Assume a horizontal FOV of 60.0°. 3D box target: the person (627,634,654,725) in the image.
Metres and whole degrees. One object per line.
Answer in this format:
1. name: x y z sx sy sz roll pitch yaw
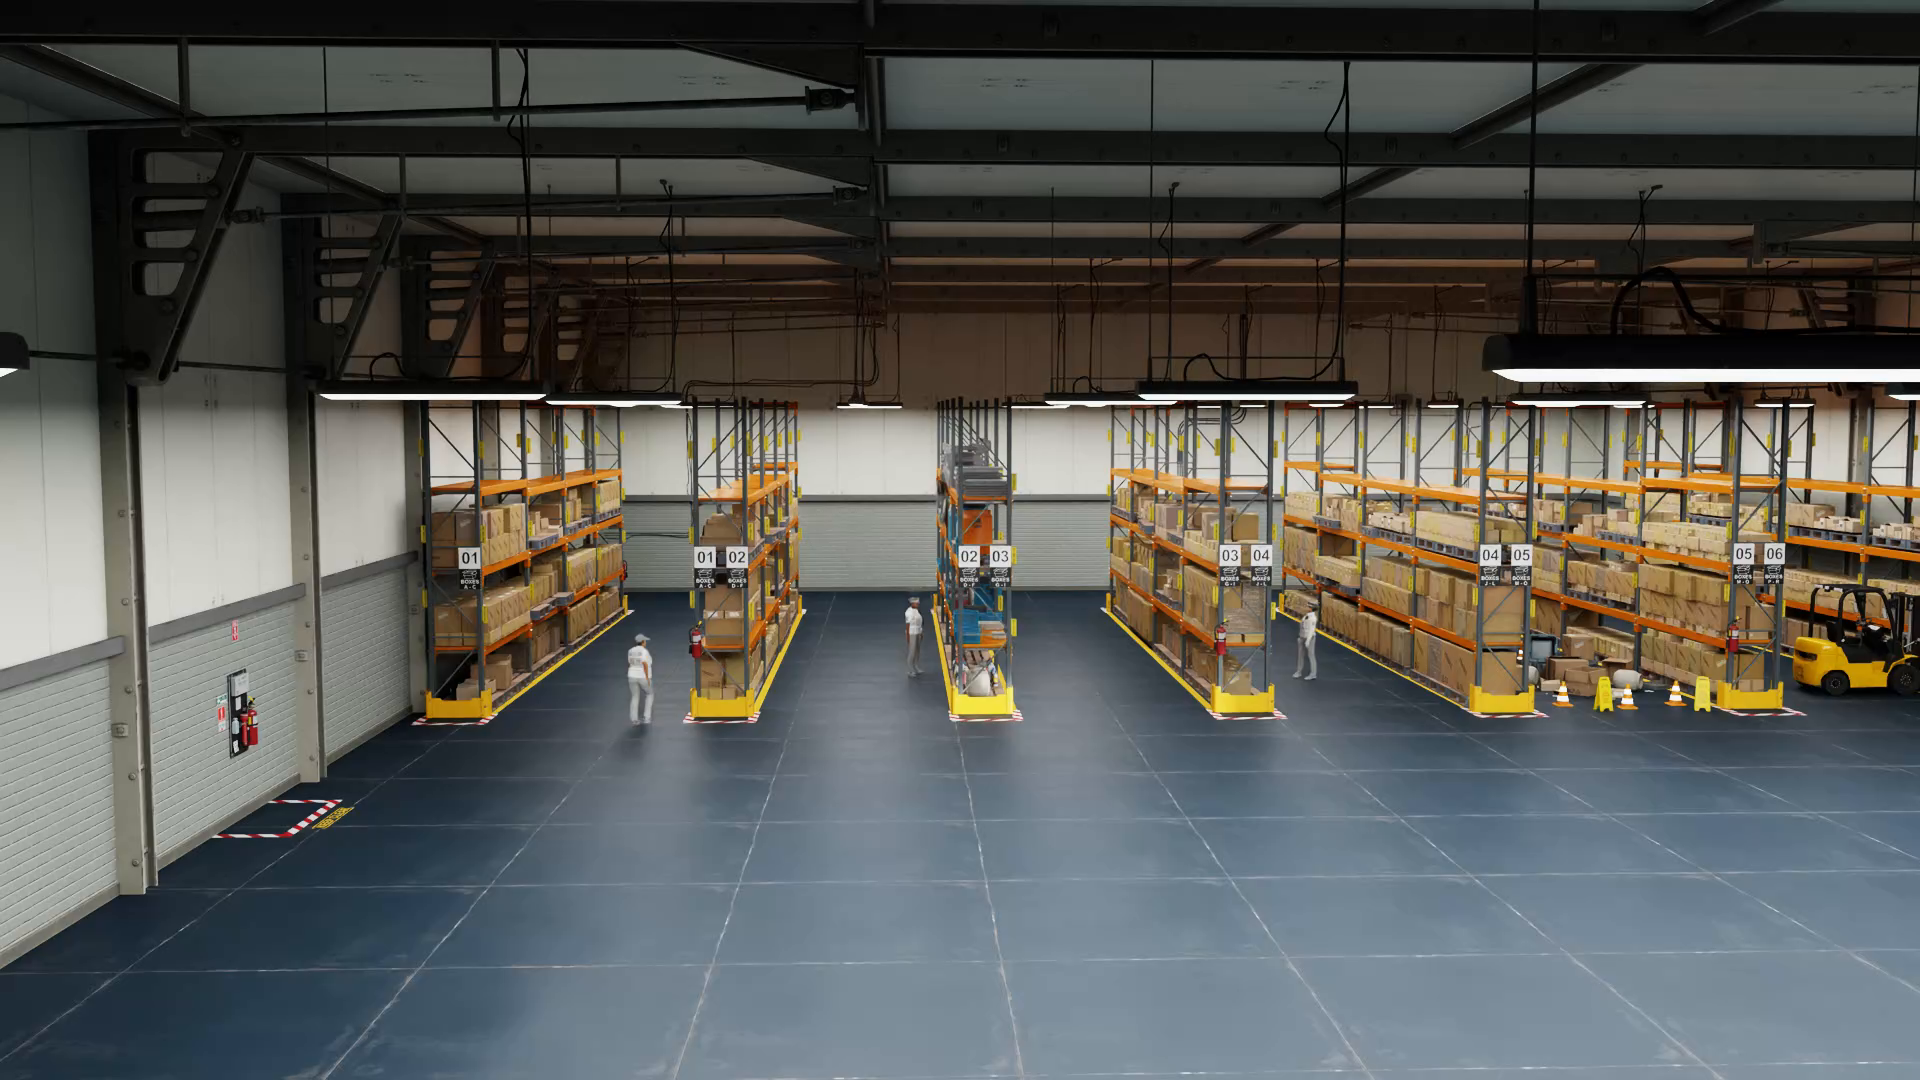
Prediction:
1. person: -5.863 2.593 30.555 0.510 1.730 0.688 1 5 12

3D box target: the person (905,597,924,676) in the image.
1. person: -0.985 2.111 36.222 0.397 1.732 0.521 2 5 28

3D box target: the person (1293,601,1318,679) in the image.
1. person: 7.425 2.127 35.669 0.470 1.674 0.552 -2 5 -24
